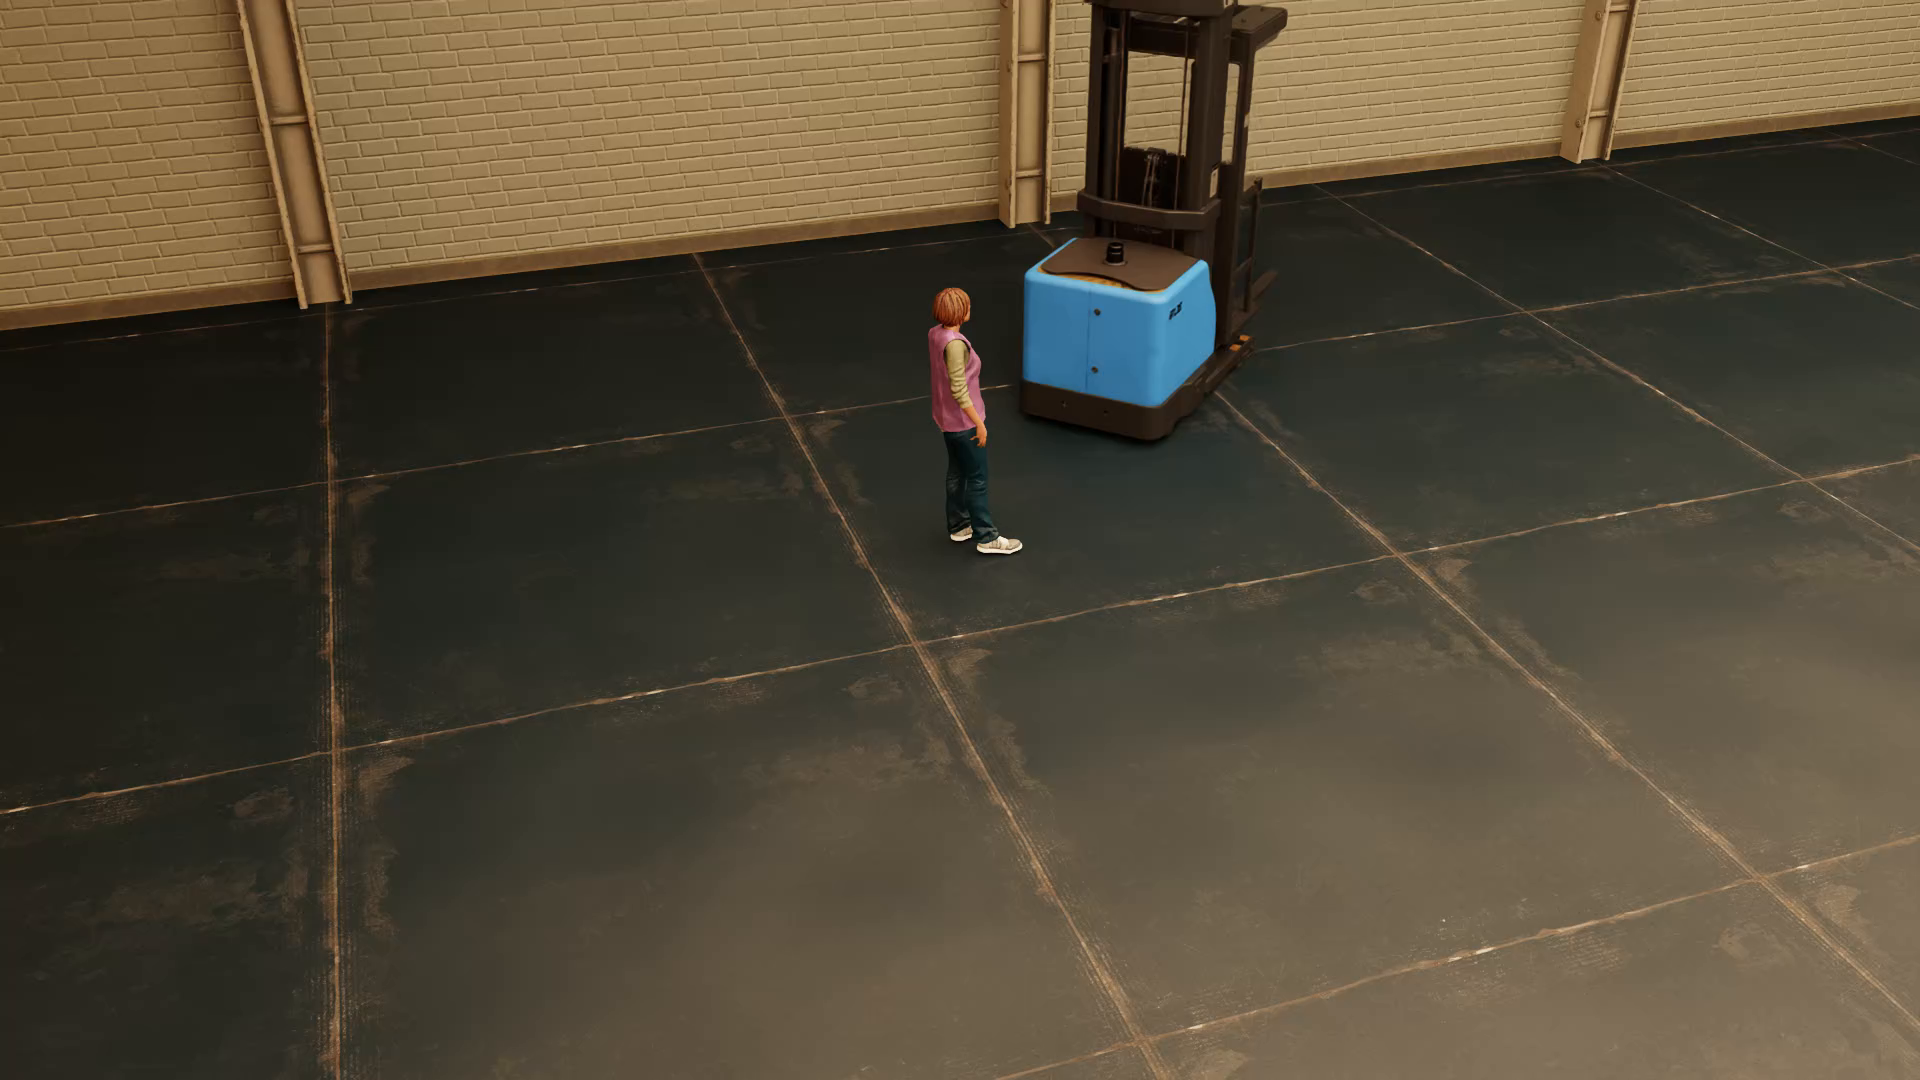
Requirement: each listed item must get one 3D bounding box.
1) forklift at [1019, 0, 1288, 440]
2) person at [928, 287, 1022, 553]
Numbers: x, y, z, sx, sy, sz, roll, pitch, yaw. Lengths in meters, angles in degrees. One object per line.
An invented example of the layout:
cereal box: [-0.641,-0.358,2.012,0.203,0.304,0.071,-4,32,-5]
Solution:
forklift: [1.546,-2.640,11.676,1.130,2.935,3.031,15,33,24]
person: [0.075,-0.704,9.632,0.475,1.598,0.519,-10,31,-16]
